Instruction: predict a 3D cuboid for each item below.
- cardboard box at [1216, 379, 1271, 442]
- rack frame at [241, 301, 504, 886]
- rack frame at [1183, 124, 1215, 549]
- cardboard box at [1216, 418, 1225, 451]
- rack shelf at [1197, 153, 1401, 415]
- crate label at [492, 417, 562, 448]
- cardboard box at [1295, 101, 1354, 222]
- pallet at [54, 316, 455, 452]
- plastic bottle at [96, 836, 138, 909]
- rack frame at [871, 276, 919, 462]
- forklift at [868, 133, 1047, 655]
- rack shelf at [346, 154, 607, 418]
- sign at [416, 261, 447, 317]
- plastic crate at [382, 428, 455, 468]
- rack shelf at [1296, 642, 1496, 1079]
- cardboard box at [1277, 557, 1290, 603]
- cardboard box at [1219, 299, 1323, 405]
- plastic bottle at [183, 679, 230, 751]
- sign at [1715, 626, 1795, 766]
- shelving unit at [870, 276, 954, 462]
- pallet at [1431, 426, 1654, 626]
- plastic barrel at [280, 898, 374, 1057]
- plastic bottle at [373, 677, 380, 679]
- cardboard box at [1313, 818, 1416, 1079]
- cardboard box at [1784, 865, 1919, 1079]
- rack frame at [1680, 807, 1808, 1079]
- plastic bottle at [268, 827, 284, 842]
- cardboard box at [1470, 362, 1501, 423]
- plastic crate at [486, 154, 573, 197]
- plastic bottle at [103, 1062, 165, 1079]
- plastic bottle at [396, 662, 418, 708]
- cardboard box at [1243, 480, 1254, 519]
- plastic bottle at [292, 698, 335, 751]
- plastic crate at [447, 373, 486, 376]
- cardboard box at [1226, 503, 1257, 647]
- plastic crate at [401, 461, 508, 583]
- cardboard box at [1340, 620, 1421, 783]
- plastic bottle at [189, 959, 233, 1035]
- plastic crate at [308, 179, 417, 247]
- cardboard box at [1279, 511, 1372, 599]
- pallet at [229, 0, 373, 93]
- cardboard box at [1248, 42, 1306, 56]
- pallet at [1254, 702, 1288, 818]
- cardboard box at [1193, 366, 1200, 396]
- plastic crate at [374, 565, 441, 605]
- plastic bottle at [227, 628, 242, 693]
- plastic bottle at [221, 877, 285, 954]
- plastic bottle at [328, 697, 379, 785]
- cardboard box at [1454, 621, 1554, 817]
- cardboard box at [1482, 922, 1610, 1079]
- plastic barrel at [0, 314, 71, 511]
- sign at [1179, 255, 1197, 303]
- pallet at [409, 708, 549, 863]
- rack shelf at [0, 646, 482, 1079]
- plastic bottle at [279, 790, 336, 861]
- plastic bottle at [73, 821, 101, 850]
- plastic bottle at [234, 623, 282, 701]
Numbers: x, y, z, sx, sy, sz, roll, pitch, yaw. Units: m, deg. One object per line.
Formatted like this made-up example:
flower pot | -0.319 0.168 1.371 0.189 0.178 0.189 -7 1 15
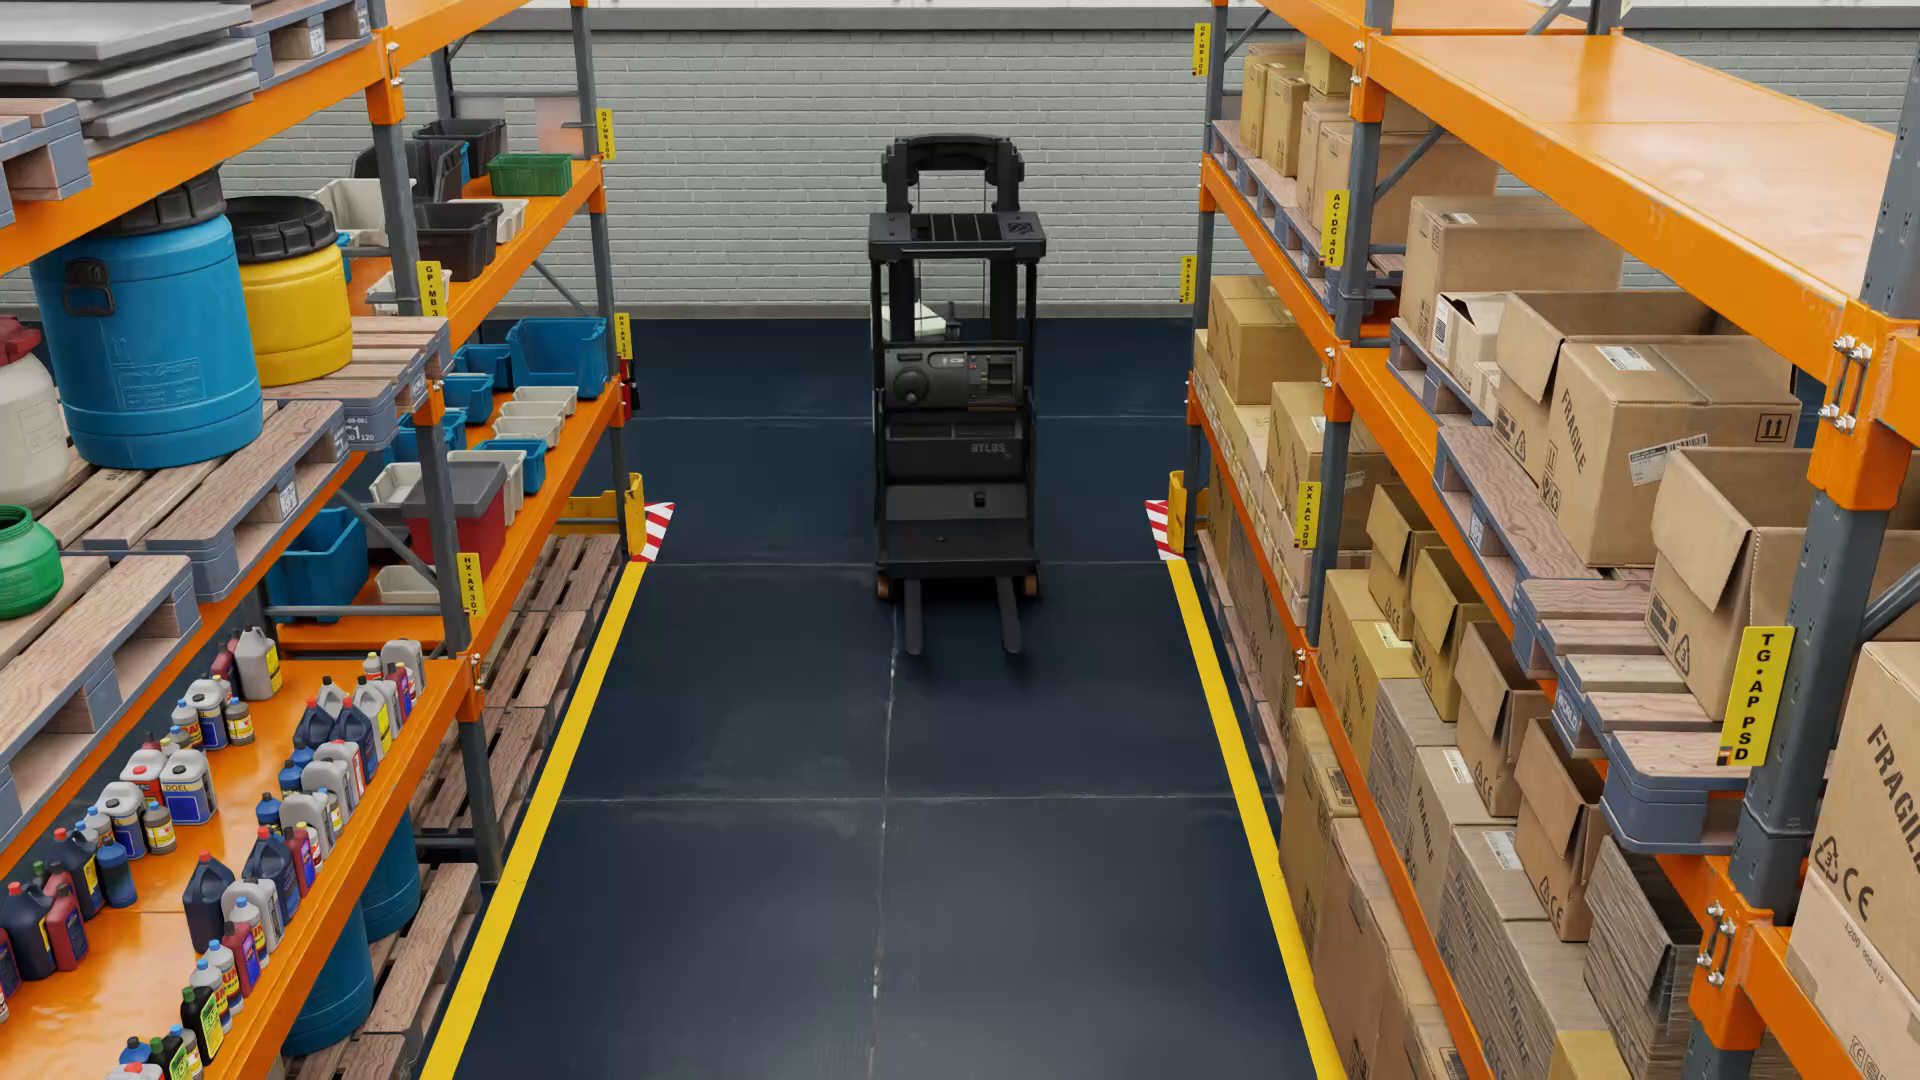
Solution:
cardboard box | 1.848 -0.781 10.040 0.500 0.250 0.500 -1 24 -2
rack frame | -2.811 0.337 7.748 1.000 3.000 0.127 0 24 -1
rack frame | 2.098 -1.334 11.442 1.000 3.000 0.127 0 24 -1
cardboard box | 1.785 -0.648 10.231 0.380 0.149 0.250 -1 24 -2
rack shelf | 2.120 -1.548 9.150 1.077 0.370 4.000 0 24 -1
crate label | -2.648 -0.649 10.176 0.396 0.136 0.243 0 24 -1
cardboard box | 2.072 -1.878 8.254 0.700 0.500 0.500 1 24 2
pallet | -2.704 -0.621 6.456 1.213 0.211 1.003 0 24 -1
plastic bottle | -3.054 1.193 6.013 0.097 0.271 0.097 0 24 0
rack frame | -0.507 -1.357 13.314 0.400 1.500 0.023 -10 26 -20
forklift | -0.030 -1.069 10.940 1.130 2.935 3.031 -1 24 -2
rack shelf | -2.832 -1.526 9.101 1.077 0.370 4.000 0 24 -1
sign | -2.261 -1.036 7.132 0.100 0.325 0.005 0 24 -1
plastic crate | -3.163 -0.493 9.714 0.416 0.233 0.300 0 24 -1
rack shelf | 2.164 1.467 6.124 1.077 0.370 4.000 0 24 -1
cardboard box | 1.808 0.199 8.359 0.380 0.149 0.250 0 24 0
cardboard box | 1.851 -1.124 9.890 0.500 0.500 0.500 -1 24 -2
plastic bottle | -3.183 0.737 7.015 0.152 0.276 0.135 0 24 -1
sign | 1.631 0.324 3.414 0.100 0.325 0.005 0 24 -1
shelving unit | -0.369 -1.217 13.005 0.431 1.500 0.755 -10 26 -20
pallet | 2.110 -0.044 5.179 1.003 0.211 1.213 1 24 2
plastic barrel | -2.814 1.618 6.953 0.600 0.901 0.708 0 24 -1
plastic bottle | -2.514 0.691 7.206 0.097 0.201 0.097 0 24 0
cardboard box | 2.180 1.723 6.752 1.225 0.875 0.875 -1 24 -2
cardboard box | 1.936 0.859 3.135 0.500 0.250 0.500 0 24 0
rack frame | 2.186 1.963 4.153 1.000 3.000 0.127 0 24 -1
plastic bottle | -2.500 1.169 6.065 0.097 0.271 0.097 0 24 0
cardboard box | 2.008 -0.515 5.787 0.380 0.149 0.250 -1 24 -3
plastic crate | -2.558 -2.176 9.923 0.450 0.188 0.336 0 24 -1
plastic bottle | -2.454 1.671 4.949 0.152 0.276 0.135 0 24 -1
plastic bottle | -2.454 0.636 7.328 0.097 0.201 0.097 0 24 0
cardboard box | 1.797 -0.225 9.295 0.380 0.149 0.250 -1 24 -1
plastic bottle | -2.615 0.813 6.755 0.144 0.351 0.185 0 24 -1
plastic crate | -3.260 -0.983 10.913 0.250 0.136 0.298 0 24 -1
cardboard box | 2.195 0.081 10.382 0.875 0.875 0.875 0 24 -1
plastic crate | -2.570 -0.089 8.539 0.402 0.464 0.583 0 24 -1
cardboard box | 1.904 0.667 6.897 0.500 0.500 0.500 0 24 0
plastic bottle | -2.431 1.475 5.387 0.097 0.271 0.097 0 24 0
plastic crate | -3.139 -1.709 8.777 0.437 0.282 0.530 0 24 -1
cardboard box | 1.875 0.067 8.167 0.500 0.250 0.500 -1 24 -2
pallet | -2.771 -1.787 5.880 1.003 0.211 1.213 0 24 -1
cardboard box | 2.158 -2.769 10.223 0.700 0.500 0.500 -2 24 -4
pallet | 2.212 1.271 9.066 1.003 0.211 1.213 0 24 -1
cardboard box | 1.772 -1.071 11.167 0.380 0.149 0.250 0 24 0
plastic crate | -2.673 0.237 8.216 0.396 0.136 0.243 0 24 -1
plastic bottle | -3.233 0.543 7.434 0.061 0.283 0.133 0 24 -1
plastic bottle | -2.464 1.290 5.791 0.152 0.276 0.135 0 24 -1
plastic bottle | -2.471 0.813 6.756 0.144 0.351 0.185 0 24 -1
cardboard box | 2.176 0.614 5.797 0.797 0.503 0.637 1 24 1
cardboard box | 1.933 1.510 5.034 0.500 0.500 0.500 0 24 -1
plastic barrel | -2.937 -0.365 4.985 0.433 0.535 0.433 0 24 0
sign | 1.543 -1.764 11.247 0.100 0.325 0.005 0 24 -1
pallet | -2.857 1.305 8.993 1.003 0.211 1.213 0 24 -1
rack shelf | -2.789 1.489 6.075 1.077 0.370 4.000 0 24 -1
plastic bottle | -2.470 1.064 6.292 0.152 0.276 0.135 0 24 -1
plastic bottle | -3.199 1.153 6.100 0.097 0.271 0.097 0 24 0
plastic bottle | -3.130 0.523 7.398 0.144 0.351 0.185 0 24 -1
